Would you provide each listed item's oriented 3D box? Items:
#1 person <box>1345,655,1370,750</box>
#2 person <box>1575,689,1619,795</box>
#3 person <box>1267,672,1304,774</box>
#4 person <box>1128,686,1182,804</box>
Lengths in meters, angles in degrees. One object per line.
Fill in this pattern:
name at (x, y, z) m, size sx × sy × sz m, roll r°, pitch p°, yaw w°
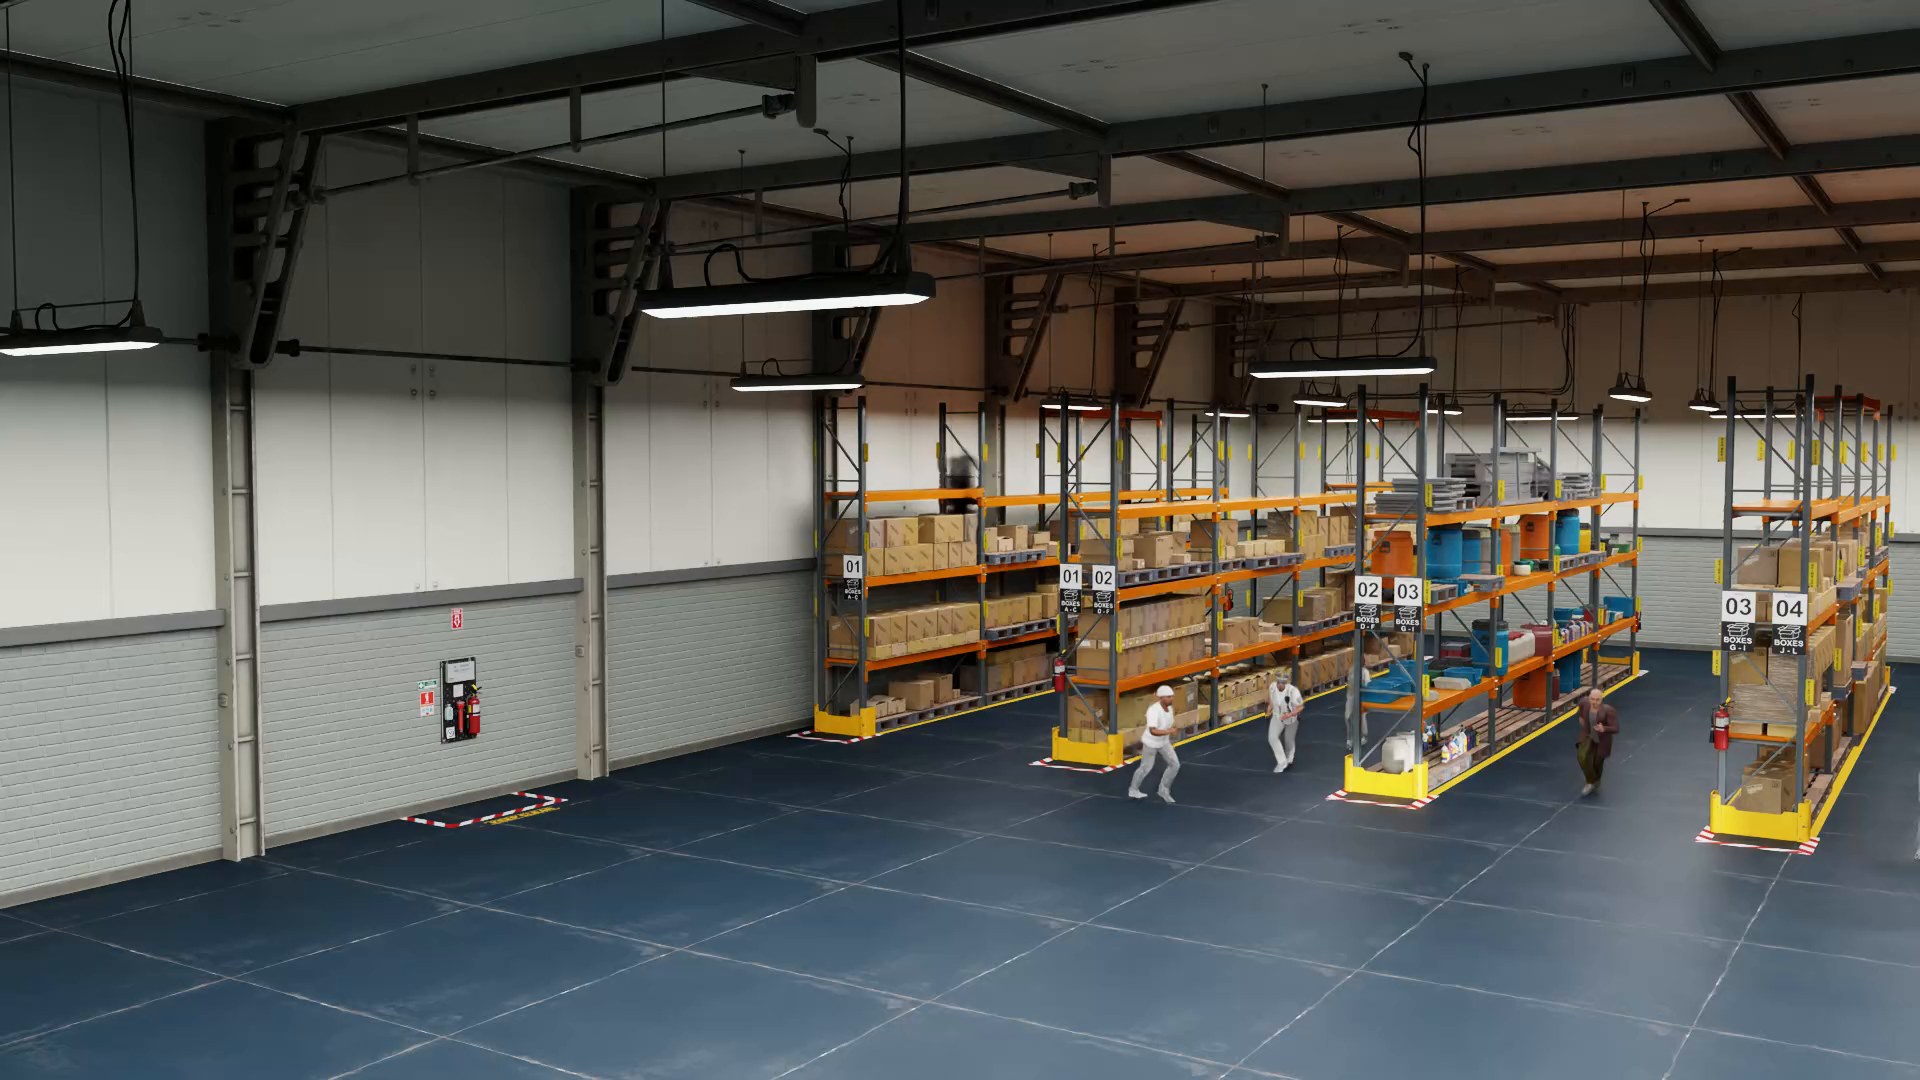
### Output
person at (6.739, 2.736, 28.109) m, size 0.490 × 1.617 × 0.690 m, roll 2°, pitch 4°, yaw 37°
person at (9.313, 2.910, 24.284) m, size 0.671 × 1.562 × 1.213 m, roll 2°, pitch 3°, yaw 31°
person at (5.138, 2.824, 26.174) m, size 0.672 × 1.592 × 1.092 m, roll 1°, pitch 3°, yaw 26°
person at (2.821, 2.920, 23.667) m, size 0.705 × 1.739 × 0.979 m, roll -3°, pitch 4°, yaw -44°
